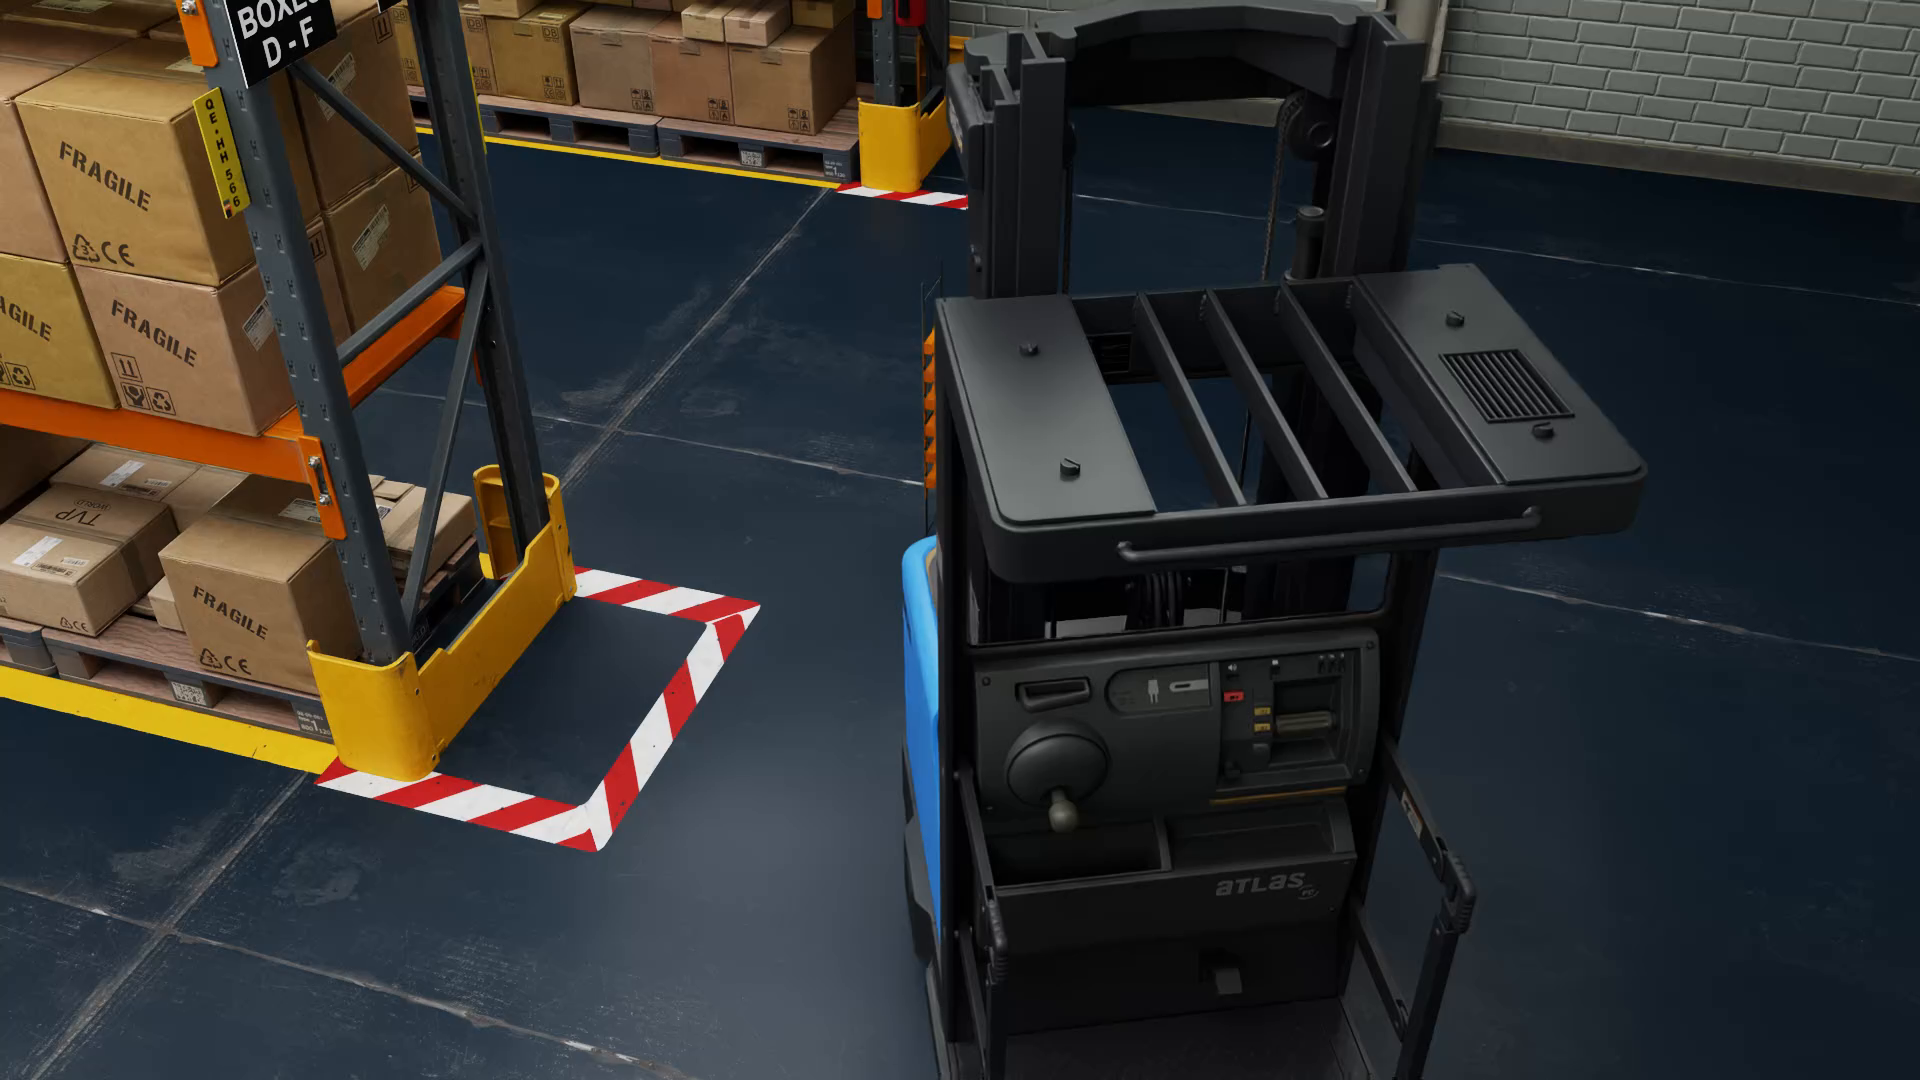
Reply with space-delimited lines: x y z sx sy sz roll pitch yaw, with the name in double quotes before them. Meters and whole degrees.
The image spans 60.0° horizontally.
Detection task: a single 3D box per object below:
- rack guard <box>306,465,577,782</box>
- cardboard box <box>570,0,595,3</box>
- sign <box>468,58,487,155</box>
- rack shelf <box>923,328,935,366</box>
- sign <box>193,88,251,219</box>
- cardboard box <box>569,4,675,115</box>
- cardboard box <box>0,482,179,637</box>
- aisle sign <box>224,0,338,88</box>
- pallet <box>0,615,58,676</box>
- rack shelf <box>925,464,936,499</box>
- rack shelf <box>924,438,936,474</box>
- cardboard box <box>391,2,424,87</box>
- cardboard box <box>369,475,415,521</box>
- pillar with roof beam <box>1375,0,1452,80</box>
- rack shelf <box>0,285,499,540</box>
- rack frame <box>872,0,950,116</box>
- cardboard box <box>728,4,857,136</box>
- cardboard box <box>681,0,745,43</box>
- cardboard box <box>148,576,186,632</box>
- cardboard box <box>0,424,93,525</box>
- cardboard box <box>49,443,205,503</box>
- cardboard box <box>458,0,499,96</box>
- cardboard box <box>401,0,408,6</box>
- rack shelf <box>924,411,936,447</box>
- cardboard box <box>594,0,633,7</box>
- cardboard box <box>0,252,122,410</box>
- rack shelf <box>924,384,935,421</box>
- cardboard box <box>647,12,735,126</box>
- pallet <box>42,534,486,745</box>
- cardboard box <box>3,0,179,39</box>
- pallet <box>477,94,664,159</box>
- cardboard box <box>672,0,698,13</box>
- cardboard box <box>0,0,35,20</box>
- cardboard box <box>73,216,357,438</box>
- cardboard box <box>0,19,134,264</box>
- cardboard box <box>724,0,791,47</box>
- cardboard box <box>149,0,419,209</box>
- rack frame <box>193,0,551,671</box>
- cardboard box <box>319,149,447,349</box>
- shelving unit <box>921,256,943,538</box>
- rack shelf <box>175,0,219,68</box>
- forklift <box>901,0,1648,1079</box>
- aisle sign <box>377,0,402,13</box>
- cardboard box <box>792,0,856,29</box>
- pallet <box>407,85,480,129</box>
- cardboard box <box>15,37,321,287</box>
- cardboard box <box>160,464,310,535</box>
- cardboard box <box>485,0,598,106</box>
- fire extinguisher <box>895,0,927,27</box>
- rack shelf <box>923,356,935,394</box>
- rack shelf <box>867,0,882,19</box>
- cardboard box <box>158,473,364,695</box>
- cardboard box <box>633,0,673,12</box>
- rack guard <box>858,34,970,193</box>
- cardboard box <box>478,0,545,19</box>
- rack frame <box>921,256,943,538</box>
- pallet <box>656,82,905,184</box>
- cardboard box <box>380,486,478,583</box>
"rack guard" -1.815 0.268 5.964 0.348 0.500 1.175 10 38 14
"cardboard box" -2.240 -3.379 10.018 0.250 0.149 0.380 10 37 13
"sign" -1.581 -1.381 5.366 0.005 0.325 0.100 10 38 14
"rack shelf" -0.014 -0.740 6.211 0.180 0.103 0.258 10 38 14
"sign" -1.927 -1.009 4.346 0.005 0.325 0.100 10 38 14
"cardboard box" -1.925 -2.935 9.962 0.500 0.500 0.700 9 37 12
"cardboard box" -3.233 0.063 6.082 0.500 0.250 0.500 10 38 14
"aisle sign" -1.769 -1.587 4.183 0.004 0.787 0.394 10 38 14
"pallet" -3.737 0.027 6.535 1.213 0.211 1.003 10 38 14
"rack shelf" -0.014 -0.257 6.566 0.180 0.103 0.258 10 38 14
"rack shelf" -0.014 -0.353 6.495 0.180 0.103 0.258 10 38 14
"cardboard box" -3.404 -3.208 10.333 0.500 0.500 0.700 11 38 14
"cardboard box" -2.278 -0.074 6.339 0.250 0.166 0.380 10 38 14
"pillar with roof beam" 1.282 -3.521 3.943 0.400 9.000 9.100 10 38 14
"rack shelf" -3.652 -0.789 5.899 4.000 0.370 1.077 10 38 14
"rack frame" -0.269 -3.529 9.014 0.127 3.000 1.000 10 38 14
"cardboard box" -0.967 -2.759 9.722 0.500 0.500 0.700 10 38 14
"cardboard box" -1.388 -2.984 9.481 0.250 0.149 0.380 11 38 15
"cardboard box" -2.695 0.159 6.022 0.250 0.166 0.380 10 38 14
"cardboard box" -3.766 -0.275 6.328 0.637 0.503 0.797 10 38 14
"cardboard box" -3.132 -0.229 6.479 0.500 0.250 0.500 10 38 14
"cardboard box" -2.925 -3.118 10.210 0.500 0.500 0.700 10 38 13
"cardboard box" -3.131 -3.306 9.918 0.250 0.149 0.380 12 38 15
"rack shelf" -0.014 -0.450 6.424 0.180 0.103 0.258 10 38 14
"cardboard box" -1.999 -3.334 9.956 0.250 0.149 0.380 11 38 14
"cardboard box" -2.748 -0.781 5.196 0.500 0.500 0.500 11 38 14
"rack shelf" -0.014 -0.547 6.353 0.180 0.103 0.258 10 38 14
"cardboard box" -1.445 -2.847 9.842 0.500 0.500 0.700 10 38 14
"pallet" -2.576 0.244 6.241 1.213 0.211 1.003 10 38 14
"cardboard box" -2.589 -1.484 5.308 0.500 0.500 0.500 11 38 14
"pallet" -2.216 -2.720 10.267 1.213 0.211 1.003 10 38 14
"cardboard box" -1.511 -3.244 9.835 0.250 0.149 0.380 11 38 14
"cardboard box" -3.065 -1.575 5.432 0.500 0.500 0.500 11 38 15
"cardboard box" -2.251 -0.691 5.074 0.500 0.500 0.500 12 38 15
"cardboard box" -2.732 -1.180 4.895 0.500 0.500 0.500 12 38 15
"cardboard box" -1.144 -2.939 9.420 0.250 0.149 0.380 10 38 13
"cardboard box" -2.088 -1.396 5.188 0.500 0.500 0.500 12 38 15
"rack frame" -1.743 -0.726 5.205 0.127 3.000 1.000 10 38 14
"cardboard box" -2.088 -0.993 5.485 0.500 0.500 0.500 11 38 15
"shelving unit" -0.014 -0.486 6.398 0.189 1.200 0.258 10 38 14
"rack shelf" -3.652 -1.997 5.010 4.000 0.370 1.077 10 38 14
"forklift" 0.529 0.499 3.599 1.130 2.935 3.031 -5 37 -6
"aisle sign" -1.590 -1.927 4.644 0.004 0.787 0.394 10 38 14
"cardboard box" -0.788 -3.111 9.653 0.250 0.149 0.380 11 38 14
"pallet" -3.385 -2.934 10.559 1.213 0.211 1.003 10 38 14
"cardboard box" -2.249 -1.092 4.775 0.500 0.500 0.500 10 38 13
"cardboard box" -2.654 -0.140 6.359 0.500 0.250 0.500 10 38 14
"cardboard box" -2.436 -3.026 10.085 0.500 0.500 0.700 11 38 15
"fire extinguisher" -0.263 -3.060 8.757 0.183 0.674 0.296 10 38 14
"rack shelf" -0.014 -0.643 6.282 0.180 0.103 0.258 10 38 14
"rack shelf" -2.178 -3.593 9.708 4.000 0.370 1.077 10 38 14
"cardboard box" -2.335 0.147 5.757 0.500 0.500 0.500 10 38 14
"cardboard box" -1.754 -3.289 9.895 0.250 0.149 0.380 11 38 15
"rack guard" -0.246 -2.518 9.749 0.348 0.500 1.175 10 38 14
"cardboard box" -2.633 -3.214 9.793 0.250 0.149 0.380 9 37 13
"rack frame" -0.101 -0.502 6.420 0.006 1.200 0.240 10 38 14
"pallet" -1.056 -2.503 9.973 1.213 0.211 1.003 10 38 14
"cardboard box" -2.040 -0.023 6.285 0.250 0.149 0.380 10 38 14
